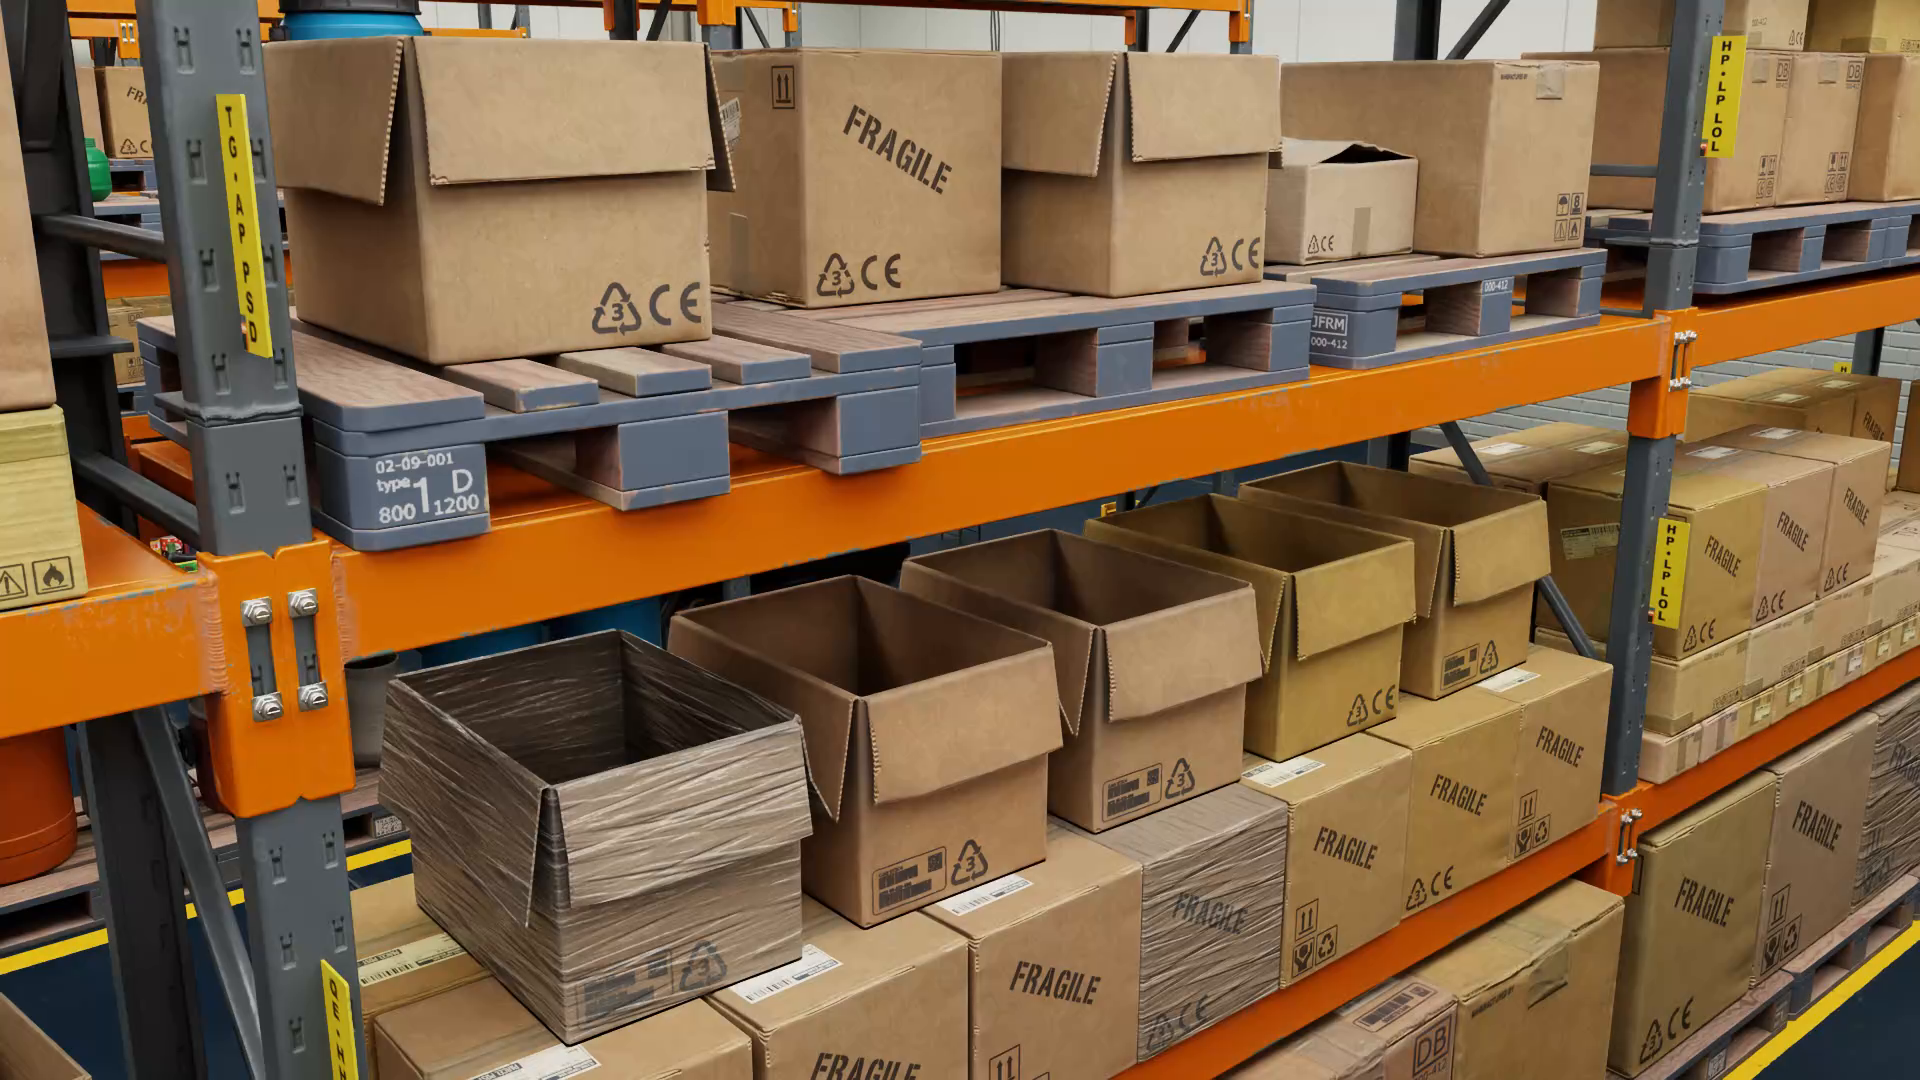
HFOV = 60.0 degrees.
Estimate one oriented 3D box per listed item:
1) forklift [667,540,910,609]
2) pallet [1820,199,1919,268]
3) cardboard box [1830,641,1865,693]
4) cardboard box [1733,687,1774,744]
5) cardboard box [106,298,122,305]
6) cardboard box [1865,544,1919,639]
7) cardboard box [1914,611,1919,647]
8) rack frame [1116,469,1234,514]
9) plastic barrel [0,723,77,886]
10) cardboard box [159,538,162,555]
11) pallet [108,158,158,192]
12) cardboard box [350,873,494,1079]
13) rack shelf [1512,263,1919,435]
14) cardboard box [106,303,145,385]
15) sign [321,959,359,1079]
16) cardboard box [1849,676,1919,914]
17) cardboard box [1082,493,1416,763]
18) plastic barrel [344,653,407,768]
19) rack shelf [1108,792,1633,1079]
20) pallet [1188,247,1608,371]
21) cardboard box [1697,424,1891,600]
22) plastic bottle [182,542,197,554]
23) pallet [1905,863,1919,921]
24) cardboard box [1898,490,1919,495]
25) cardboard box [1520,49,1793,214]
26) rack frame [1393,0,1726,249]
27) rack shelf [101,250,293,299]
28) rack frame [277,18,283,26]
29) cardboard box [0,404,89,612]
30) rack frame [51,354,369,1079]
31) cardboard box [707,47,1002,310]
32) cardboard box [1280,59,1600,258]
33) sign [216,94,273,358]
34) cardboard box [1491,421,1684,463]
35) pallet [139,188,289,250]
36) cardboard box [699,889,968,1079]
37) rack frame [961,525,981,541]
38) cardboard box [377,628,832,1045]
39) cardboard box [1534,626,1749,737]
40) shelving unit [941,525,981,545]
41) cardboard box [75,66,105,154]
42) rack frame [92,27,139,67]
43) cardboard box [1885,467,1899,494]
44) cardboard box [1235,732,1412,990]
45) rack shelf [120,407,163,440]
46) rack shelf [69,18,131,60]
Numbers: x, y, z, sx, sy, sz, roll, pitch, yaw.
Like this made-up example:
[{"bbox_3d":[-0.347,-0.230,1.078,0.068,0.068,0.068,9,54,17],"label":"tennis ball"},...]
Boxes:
[{"bbox_3d":[-1.833,-1.011,11.354,3.031,2.935,1.130,-12,19,-37],"label":"forklift"},{"bbox_3d":[3.296,-1.231,6.406,1.213,0.211,1.003,-13,19,-39],"label":"pallet"},{"bbox_3d":[3.171,0.434,6.301,0.250,0.149,0.380,-12,19,-39],"label":"cardboard box"},{"bbox_3d":[2.590,0.564,5.813,0.250,0.149,0.380,-12,19,-38],"label":"cardboard box"},{"bbox_3d":[-8.185,-2.450,15.801,0.500,0.500,0.500,-13,20,-40],"label":"cardboard box"},{"bbox_3d":[3.421,0.163,6.541,0.500,0.250,0.500,-13,19,-39],"label":"cardboard box"},{"bbox_3d":[3.752,0.303,6.791,0.250,0.149,0.380,-13,19,-39],"label":"cardboard box"},{"bbox_3d":[1.518,-1.125,11.648,0.127,3.000,1.000,-13,19,-39],"label":"rack frame"},{"bbox_3d":[-4.159,0.990,7.123,0.708,0.830,0.600,-13,19,-39],"label":"plastic barrel"},{"bbox_3d":[-5.689,-0.110,11.842,0.500,0.500,0.500,-12,19,-39],"label":"cardboard box"},{"bbox_3d":[-6.066,-2.497,11.338,1.003,0.211,1.213,-13,19,-39],"label":"pallet"},{"bbox_3d":[-1.056,1.015,3.445,0.500,0.500,0.500,-12,19,-38],"label":"cardboard box"},{"bbox_3d":[3.261,-0.923,6.475,4.000,0.370,1.077,-13,19,-39],"label":"rack shelf"},{"bbox_3d":[-6.040,-1.352,11.491,0.700,0.500,0.500,10,18,33],"label":"cardboard box"},{"bbox_3d":[-0.902,0.778,2.436,0.005,0.325,0.100,-13,19,-39],"label":"sign"},{"bbox_3d":[3.653,0.941,7.217,0.875,0.875,0.875,-13,19,-39],"label":"cardboard box"},{"bbox_3d":[0.750,0.208,4.521,0.637,0.503,0.797,-12,19,-39],"label":"cardboard box"},{"bbox_3d":[-2.939,0.839,8.303,0.421,0.512,0.421,0,15,0],"label":"plastic barrel"},{"bbox_3d":[0.243,1.204,4.326,4.000,0.370,1.077,-13,19,-39],"label":"rack shelf"},{"bbox_3d":[1.093,-0.675,4.521,1.217,0.209,0.805,-14,20,-42],"label":"pallet"},{"bbox_3d":[3.047,-0.119,6.143,0.500,0.500,0.500,-13,20,-41],"label":"cardboard box"},{"bbox_3d":[-3.629,-0.058,7.882,0.133,0.283,0.061,-13,19,-39],"label":"plastic bottle"},{"bbox_3d":[4.218,1.338,7.834,1.213,0.211,1.003,-13,19,-39],"label":"pallet"},{"bbox_3d":[4.578,-0.098,7.518,0.500,0.250,0.500,-13,20,-40],"label":"cardboard box"},{"bbox_3d":[2.303,-1.376,5.574,0.500,0.500,0.700,-14,21,-43],"label":"cardboard box"},{"bbox_3d":[1.752,-2.381,4.727,0.127,3.000,1.000,-13,19,-39],"label":"rack frame"},{"bbox_3d":[-3.008,-1.210,7.548,4.000,0.370,1.077,-13,19,-39],"label":"rack shelf"},{"bbox_3d":[-4.748,-4.310,11.949,0.127,3.000,1.000,-13,19,-39],"label":"rack frame"},{"bbox_3d":[-1.463,-0.054,2.116,0.500,0.250,0.500,-13,19,-39],"label":"cardboard box"},{"bbox_3d":[-1.265,1.195,2.964,0.127,3.000,1.000,-13,19,-39],"label":"rack frame"},{"bbox_3d":[-0.259,-0.786,3.561,0.500,0.500,0.500,-11,19,-36],"label":"cardboard box"},{"bbox_3d":[1.321,-1.083,4.672,0.500,0.500,0.700,-12,19,-38],"label":"cardboard box"},{"bbox_3d":[-0.911,-0.398,2.114,0.005,0.325,0.100,-13,19,-39],"label":"sign"},{"bbox_3d":[2.304,-0.130,6.186,0.500,0.500,0.500,-12,19,-39],"label":"cardboard box"},{"bbox_3d":[-2.880,-1.460,7.458,1.213,0.211,1.003,-13,19,-39],"label":"pallet"},{"bbox_3d":[-0.332,1.029,3.390,0.500,0.500,0.500,-13,20,-41],"label":"cardboard box"},{"bbox_3d":[0.083,-0.453,13.203,0.006,0.900,0.240,-13,20,-39],"label":"rack frame"},{"bbox_3d":[-0.703,0.541,3.274,0.637,0.503,0.797,-12,19,-38],"label":"cardboard box"},{"bbox_3d":[2.279,0.417,5.589,0.500,0.250,0.500,-13,20,-40],"label":"cardboard box"},{"bbox_3d":[0.006,-0.436,13.139,0.210,0.900,0.258,-13,20,-39],"label":"shelving unit"},{"bbox_3d":[-6.181,-2.863,11.143,0.600,0.600,0.600,-14,20,-41],"label":"cardboard box"},{"bbox_3d":[-8.002,-5.274,15.557,0.127,3.000,1.000,-13,19,-39],"label":"rack frame"},{"bbox_3d":[4.230,-0.203,7.911,0.500,0.250,0.500,-13,20,-41],"label":"cardboard box"},{"bbox_3d":[0.811,0.774,4.347,0.500,0.500,0.500,-13,20,-40],"label":"cardboard box"},{"bbox_3d":[-6.257,-0.726,11.548,4.000,0.370,1.077,-13,19,-39],"label":"rack shelf"},{"bbox_3d":[-9.511,-4.394,14.433,4.000,0.370,1.077,-13,19,-39],"label":"rack shelf"}]
